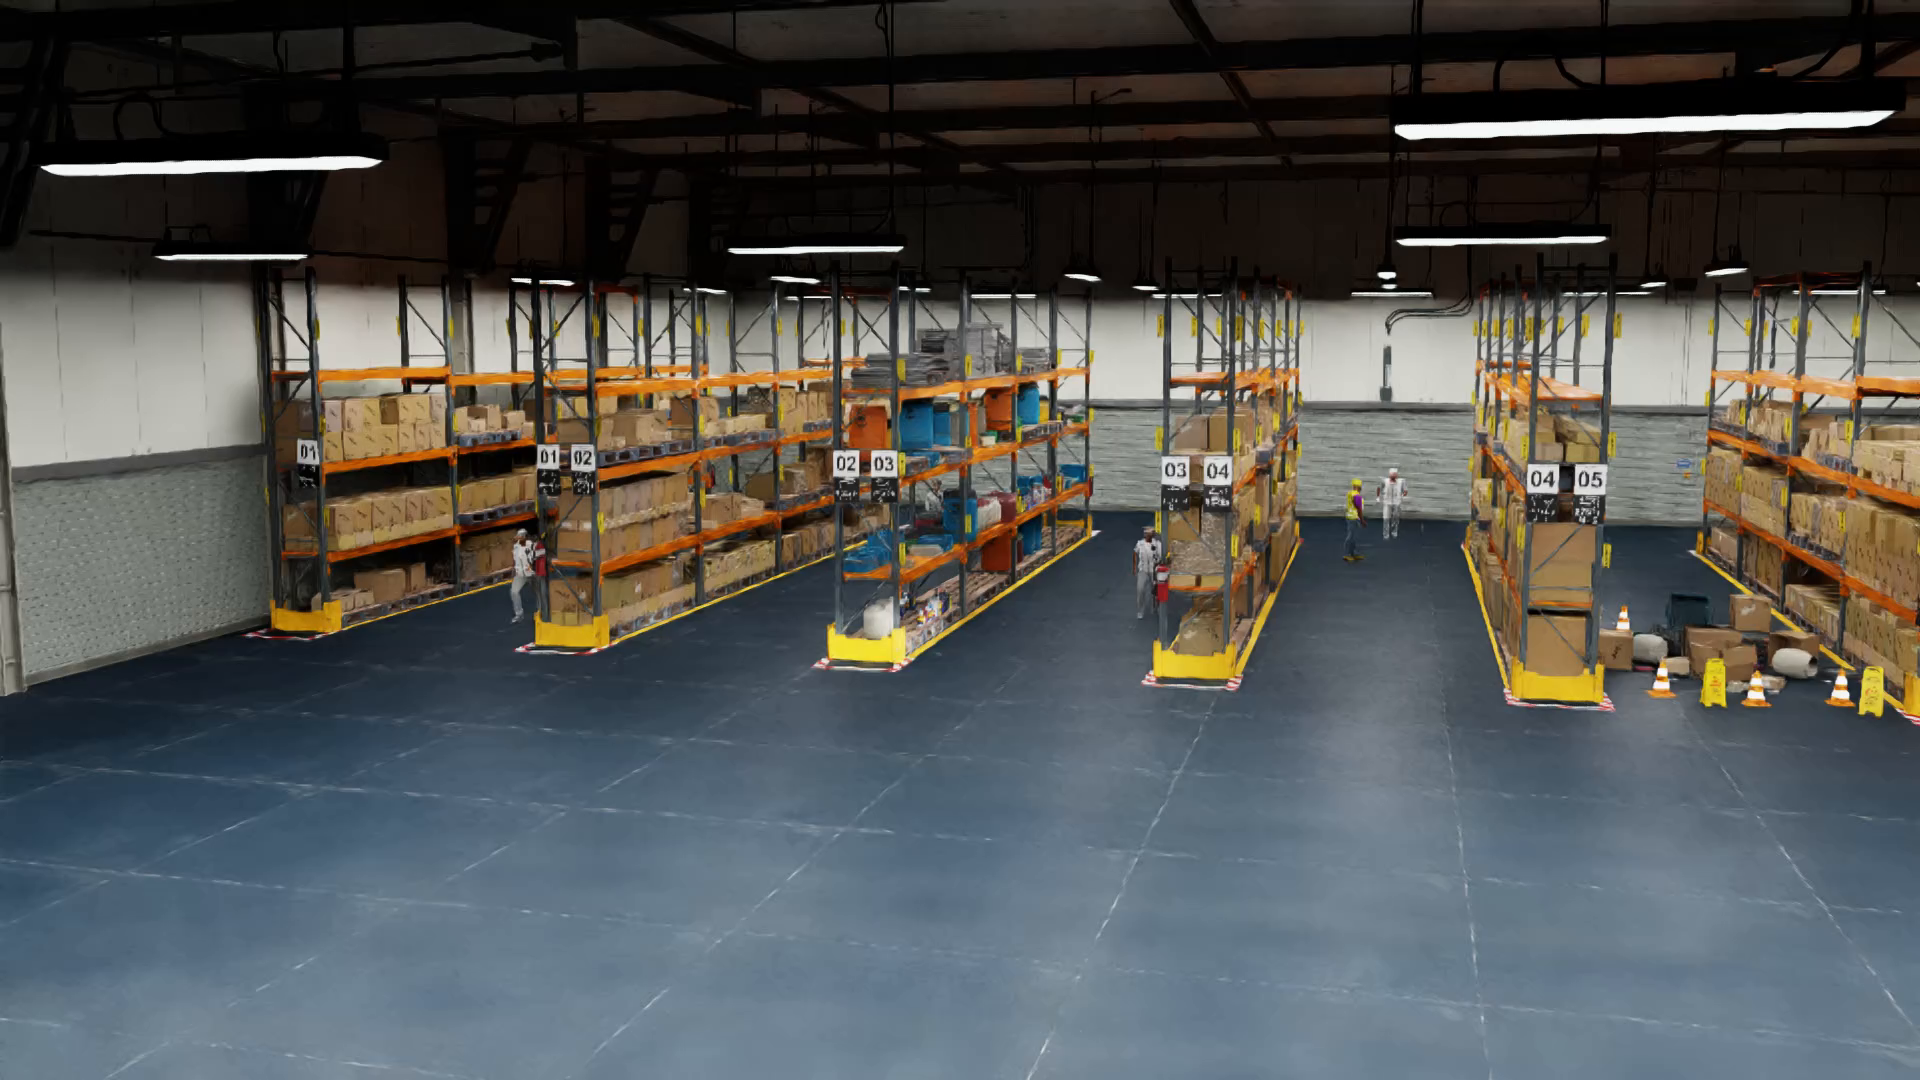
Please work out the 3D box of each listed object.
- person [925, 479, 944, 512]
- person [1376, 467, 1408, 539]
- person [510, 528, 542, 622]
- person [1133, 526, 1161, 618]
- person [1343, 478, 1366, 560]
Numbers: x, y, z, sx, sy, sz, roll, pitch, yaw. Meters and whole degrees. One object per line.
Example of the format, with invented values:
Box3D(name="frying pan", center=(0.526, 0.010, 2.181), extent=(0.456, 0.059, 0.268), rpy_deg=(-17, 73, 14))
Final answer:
Box3D(name="person", center=(-0.563, -0.611, 37.956), extent=(0.530, 1.616, 0.831), rpy_deg=(1, 7, 10))
Box3D(name="person", center=(10.334, -0.896, 39.784), extent=(0.721, 1.706, 0.873), rpy_deg=(1, 7, 11))
Box3D(name="person", center=(-7.470, 0.580, 28.681), extent=(0.631, 1.602, 0.792), rpy_deg=(1, 7, 9))
Box3D(name="person", center=(3.303, 0.524, 29.040), extent=(0.601, 1.609, 0.848), rpy_deg=(1, 7, 11))
Box3D(name="person", center=(8.568, -0.463, 36.110), extent=(0.531, 1.767, 0.654), rpy_deg=(0, 7, 0))
